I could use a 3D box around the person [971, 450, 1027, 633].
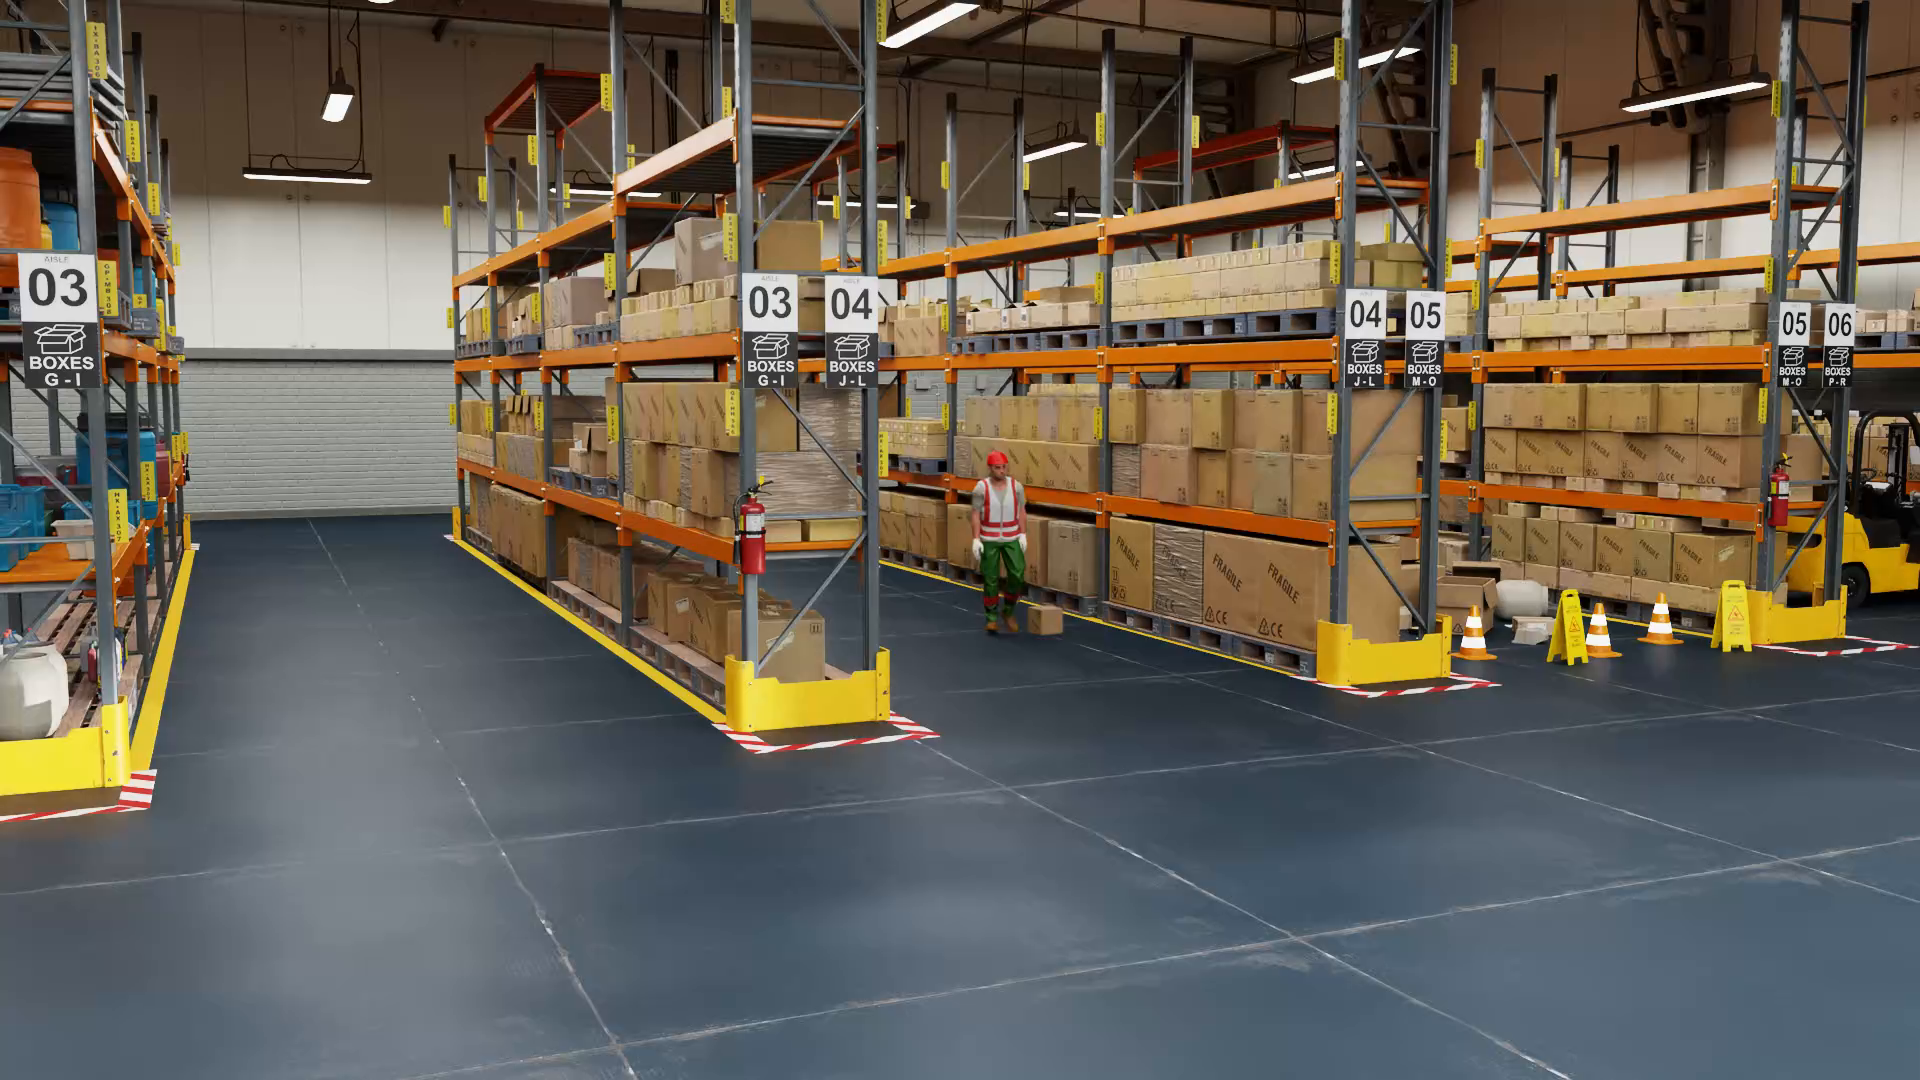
[{"bbox_3d":[0.385,0.020,16.151,0.566,1.787,0.500,-1,5,-6],"label":"person"}]
